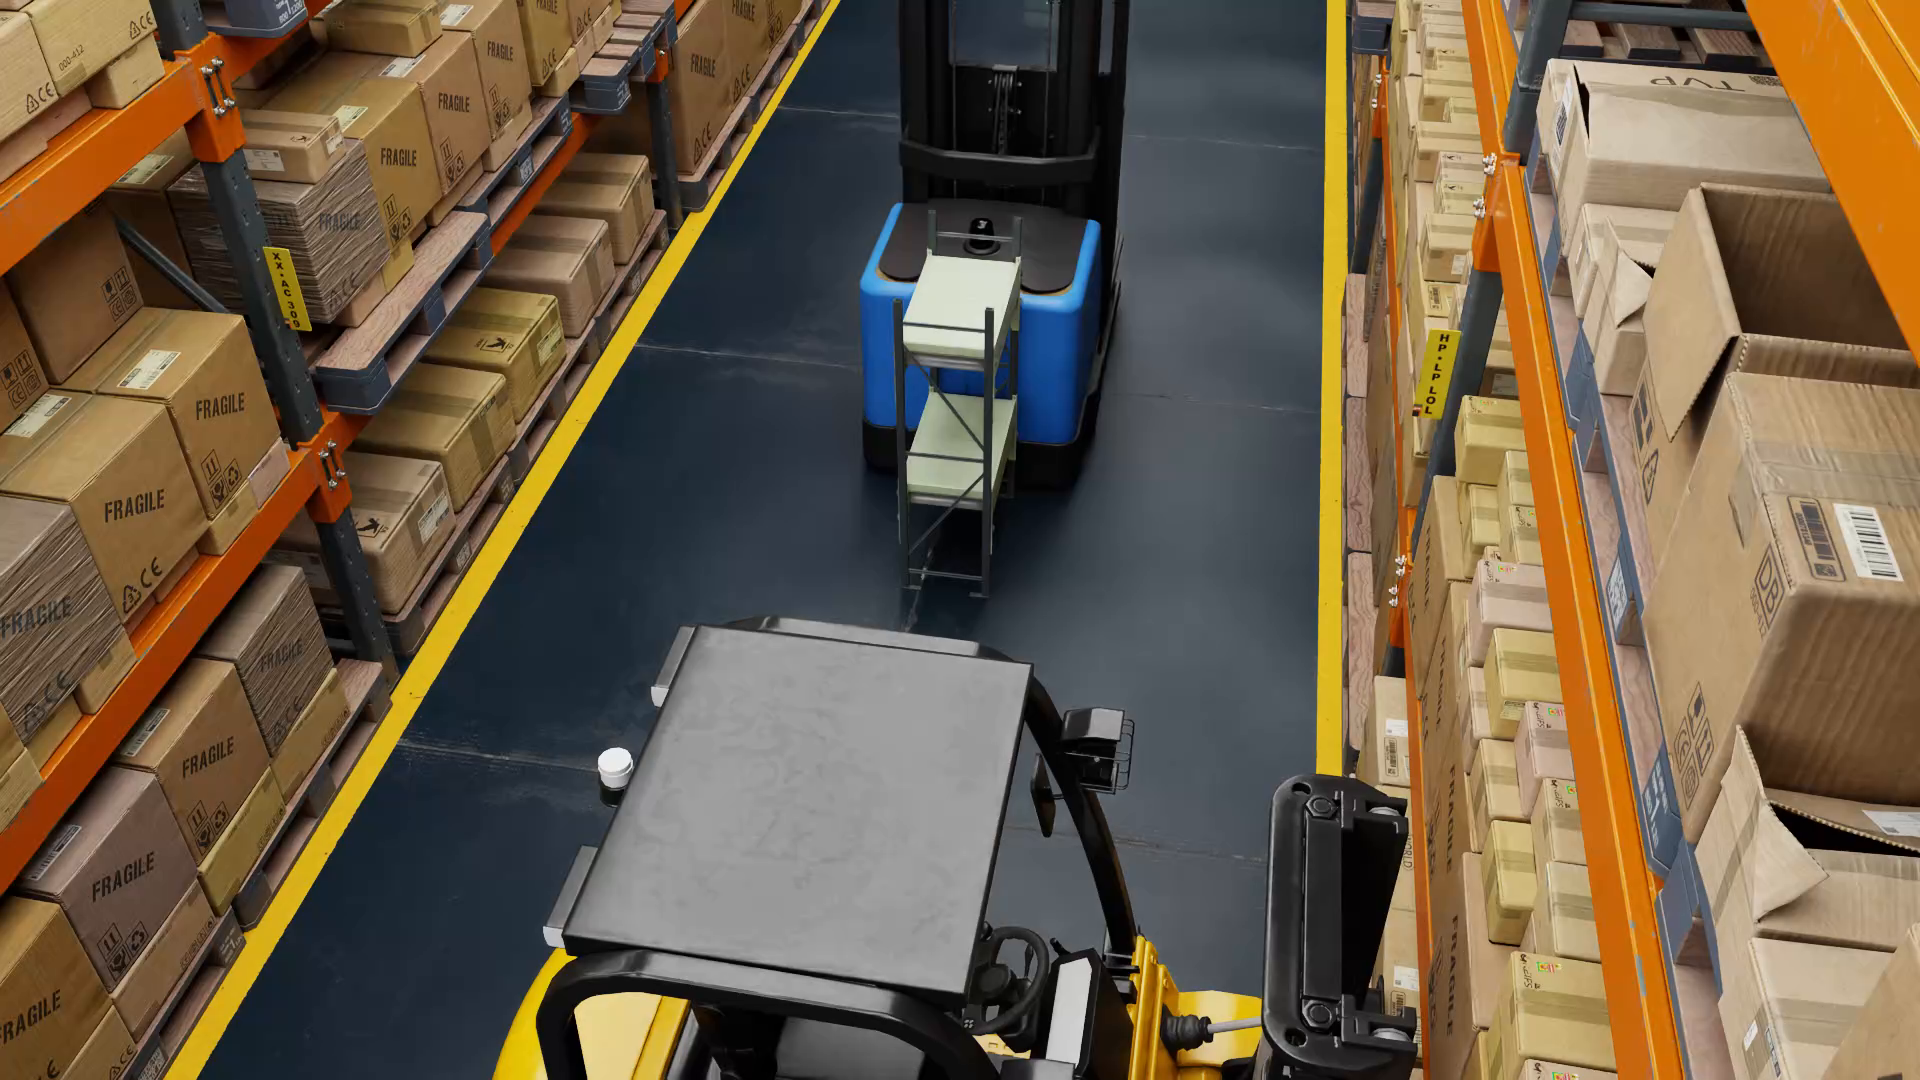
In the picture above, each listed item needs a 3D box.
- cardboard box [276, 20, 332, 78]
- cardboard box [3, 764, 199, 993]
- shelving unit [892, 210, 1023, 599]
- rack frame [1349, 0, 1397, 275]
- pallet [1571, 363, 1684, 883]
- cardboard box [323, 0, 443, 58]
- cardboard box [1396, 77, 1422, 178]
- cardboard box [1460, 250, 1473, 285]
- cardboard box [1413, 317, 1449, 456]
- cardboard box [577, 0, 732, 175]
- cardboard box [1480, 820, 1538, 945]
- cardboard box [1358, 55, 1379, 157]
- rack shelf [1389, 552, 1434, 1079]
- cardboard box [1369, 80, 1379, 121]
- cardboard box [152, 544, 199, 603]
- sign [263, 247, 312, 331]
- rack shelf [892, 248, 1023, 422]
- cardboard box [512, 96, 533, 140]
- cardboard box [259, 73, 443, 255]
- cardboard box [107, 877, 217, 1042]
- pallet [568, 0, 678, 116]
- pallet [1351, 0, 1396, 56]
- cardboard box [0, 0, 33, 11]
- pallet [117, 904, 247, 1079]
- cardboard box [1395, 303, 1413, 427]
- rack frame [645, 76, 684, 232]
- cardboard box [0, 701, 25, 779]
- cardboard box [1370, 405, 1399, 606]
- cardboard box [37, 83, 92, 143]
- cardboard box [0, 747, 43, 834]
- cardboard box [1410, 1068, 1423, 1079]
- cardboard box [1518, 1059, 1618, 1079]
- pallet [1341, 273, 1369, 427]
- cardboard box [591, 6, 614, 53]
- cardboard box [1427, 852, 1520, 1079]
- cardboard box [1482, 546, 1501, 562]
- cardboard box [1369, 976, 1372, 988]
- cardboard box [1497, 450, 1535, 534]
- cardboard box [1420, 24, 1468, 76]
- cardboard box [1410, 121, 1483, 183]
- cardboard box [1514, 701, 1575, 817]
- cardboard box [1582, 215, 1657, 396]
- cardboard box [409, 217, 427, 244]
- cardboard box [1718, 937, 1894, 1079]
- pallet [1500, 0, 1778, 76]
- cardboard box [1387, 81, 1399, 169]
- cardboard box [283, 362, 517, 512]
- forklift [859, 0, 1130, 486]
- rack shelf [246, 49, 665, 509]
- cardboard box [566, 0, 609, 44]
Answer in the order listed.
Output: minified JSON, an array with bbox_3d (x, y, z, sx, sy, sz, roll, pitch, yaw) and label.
[{"bbox_3d":[-2.836,-1.854,6.997,0.500,0.500,0.500,8,40,9],"label":"cardboard box"},{"bbox_3d":[-2.882,1.060,5.354,0.500,0.500,0.500,8,40,10],"label":"cardboard box"},{"bbox_3d":[-0.001,-0.574,7.267,0.431,1.500,0.755,6,40,8],"label":"shelving unit"},{"bbox_3d":[2.711,-2.555,8.486,1.000,3.000,0.127,6,40,8],"label":"rack frame"},{"bbox_3d":[1.684,0.135,2.948,1.003,0.211,1.213,6,40,8],"label":"pallet"},{"bbox_3d":[-2.354,-2.104,6.790,0.380,0.149,0.250,9,40,10],"label":"cardboard box"},{"bbox_3d":[2.198,-1.798,7.295,0.500,0.250,0.500,5,40,7],"label":"cardboard box"},{"bbox_3d":[1.981,-0.884,5.877,0.380,0.149,0.250,6,40,8],"label":"cardboard box"},{"bbox_3d":[1.852,-0.516,5.745,0.500,0.250,0.500,6,40,7],"label":"cardboard box"},{"bbox_3d":[-1.977,-2.867,10.202,0.875,0.875,0.875,6,40,7],"label":"cardboard box"},{"bbox_3d":[1.418,0.806,3.833,0.380,0.149,0.250,6,40,7],"label":"cardboard box"},{"bbox_3d":[2.758,-2.684,10.274,0.500,0.500,0.500,8,40,10],"label":"cardboard box"},{"bbox_3d":[1.673,1.488,4.161,1.077,0.370,4.000,6,40,8],"label":"rack shelf"},{"bbox_3d":[2.564,-2.516,9.562,0.380,0.149,0.250,4,40,5],"label":"cardboard box"},{"bbox_3d":[-2.784,0.055,5.526,0.380,0.149,0.250,7,40,8],"label":"cardboard box"},{"bbox_3d":[-2.334,-0.868,5.767,0.100,0.325,0.005,6,40,8],"label":"sign"},{"bbox_3d":[-0.001,-0.874,7.018,0.431,0.370,0.720,6,40,8],"label":"rack shelf"},{"bbox_3d":[-2.193,-1.952,7.625,0.380,0.149,0.250,5,40,6],"label":"cardboard box"},{"bbox_3d":[-2.420,-1.482,6.546,0.500,0.500,0.500,7,40,8],"label":"cardboard box"},{"bbox_3d":[-2.883,1.363,5.576,0.500,0.250,0.500,7,40,8],"label":"cardboard box"},{"bbox_3d":[-2.196,-2.567,8.651,1.213,0.211,1.003,6,40,8],"label":"pallet"},{"bbox_3d":[2.760,-2.914,9.071,1.213,0.211,1.003,6,40,8],"label":"pallet"},{"bbox_3d":[-2.679,-1.561,4.502,0.380,0.149,0.250,5,40,7],"label":"cardboard box"},{"bbox_3d":[-3.160,1.679,5.554,1.003,0.211,1.213,6,40,8],"label":"pallet"},{"bbox_3d":[1.930,-0.648,6.297,0.500,0.250,0.500,6,40,7],"label":"cardboard box"},{"bbox_3d":[-2.178,-3.100,9.145,1.000,3.000,0.127,6,40,8],"label":"rack frame"},{"bbox_3d":[-2.954,0.536,4.436,0.500,0.500,0.500,6,40,7],"label":"cardboard box"},{"bbox_3d":[2.240,-0.106,7.058,0.875,0.625,0.625,6,40,7],"label":"cardboard box"},{"bbox_3d":[-2.755,-1.268,4.773,0.380,0.149,0.250,7,40,8],"label":"cardboard box"},{"bbox_3d":[-2.881,0.703,4.742,0.380,0.149,0.250,7,40,8],"label":"cardboard box"},{"bbox_3d":[1.355,1.699,4.385,0.500,0.250,0.500,6,40,7],"label":"cardboard box"},{"bbox_3d":[1.264,1.165,3.165,0.380,0.149,0.250,7,40,9],"label":"cardboard box"},{"bbox_3d":[2.531,-0.968,8.755,1.003,0.211,1.213,6,40,8],"label":"pallet"},{"bbox_3d":[-1.978,-2.594,8.401,0.380,0.149,0.250,6,40,7],"label":"cardboard box"},{"bbox_3d":[1.417,1.127,3.955,0.500,0.500,0.500,7,40,8],"label":"cardboard box"},{"bbox_3d":[1.644,0.167,4.606,0.380,0.149,0.250,6,40,8],"label":"cardboard box"},{"bbox_3d":[1.448,1.561,4.944,0.500,0.250,0.500,6,40,7],"label":"cardboard box"},{"bbox_3d":[1.733,-0.104,4.701,0.380,0.149,0.250,7,40,8],"label":"cardboard box"},{"bbox_3d":[2.269,-2.179,7.443,0.380,0.149,0.250,7,40,8],"label":"cardboard box"},{"bbox_3d":[2.021,-1.552,6.686,0.380,0.149,0.250,5,40,6],"label":"cardboard box"},{"bbox_3d":[1.527,0.537,3.926,0.380,0.149,0.250,6,40,7],"label":"cardboard box"},{"bbox_3d":[1.463,-0.451,3.285,0.396,0.266,0.258,6,40,7],"label":"cardboard box"},{"bbox_3d":[-2.438,-1.309,6.846,0.380,0.149,0.250,9,40,11],"label":"cardboard box"},{"bbox_3d":[1.171,0.653,2.041,0.380,0.149,0.250,5,40,6],"label":"cardboard box"},{"bbox_3d":[2.159,-1.682,5.226,0.805,0.209,1.217,5,40,6],"label":"pallet"},{"bbox_3d":[2.302,-1.930,7.848,0.500,0.250,0.500,6,40,7],"label":"cardboard box"},{"bbox_3d":[-2.661,-0.520,7.757,0.950,0.372,0.625,9,40,10],"label":"cardboard box"},{"bbox_3d":[0.295,-2.329,8.267,1.130,2.935,3.031,7,40,8],"label":"forklift"},{"bbox_3d":[-2.524,-1.567,7.856,1.077,0.370,4.000,6,40,8],"label":"rack shelf"},{"bbox_3d":[-2.062,-2.773,8.109,0.500,0.500,0.500,6,40,7],"label":"cardboard box"}]
